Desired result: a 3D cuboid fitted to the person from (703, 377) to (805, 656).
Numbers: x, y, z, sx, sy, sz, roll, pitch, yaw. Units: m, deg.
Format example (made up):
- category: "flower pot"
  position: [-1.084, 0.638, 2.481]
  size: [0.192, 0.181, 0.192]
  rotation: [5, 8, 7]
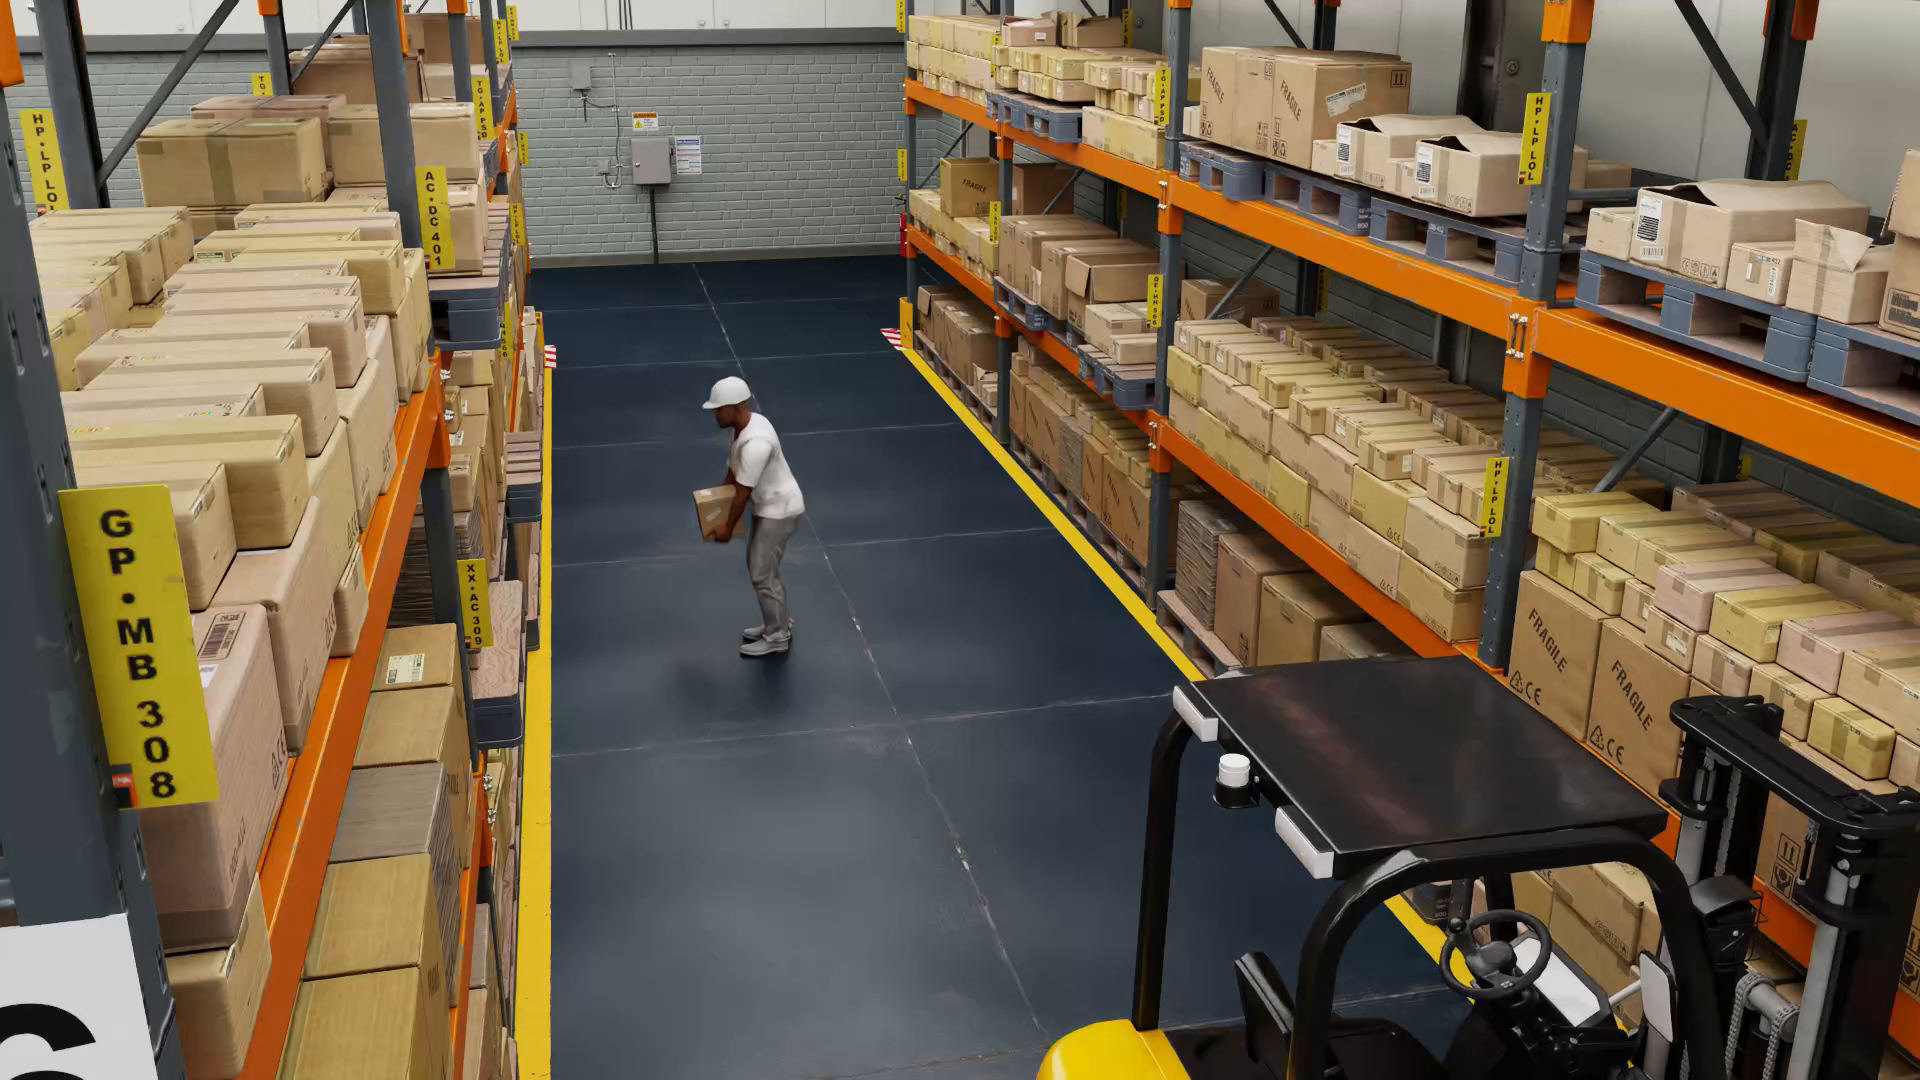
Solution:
- category: "person"
  position: [-1.245, -0.148, 10.021]
  size: [0.610, 1.718, 0.498]
  rotation: [-5, 20, -13]
